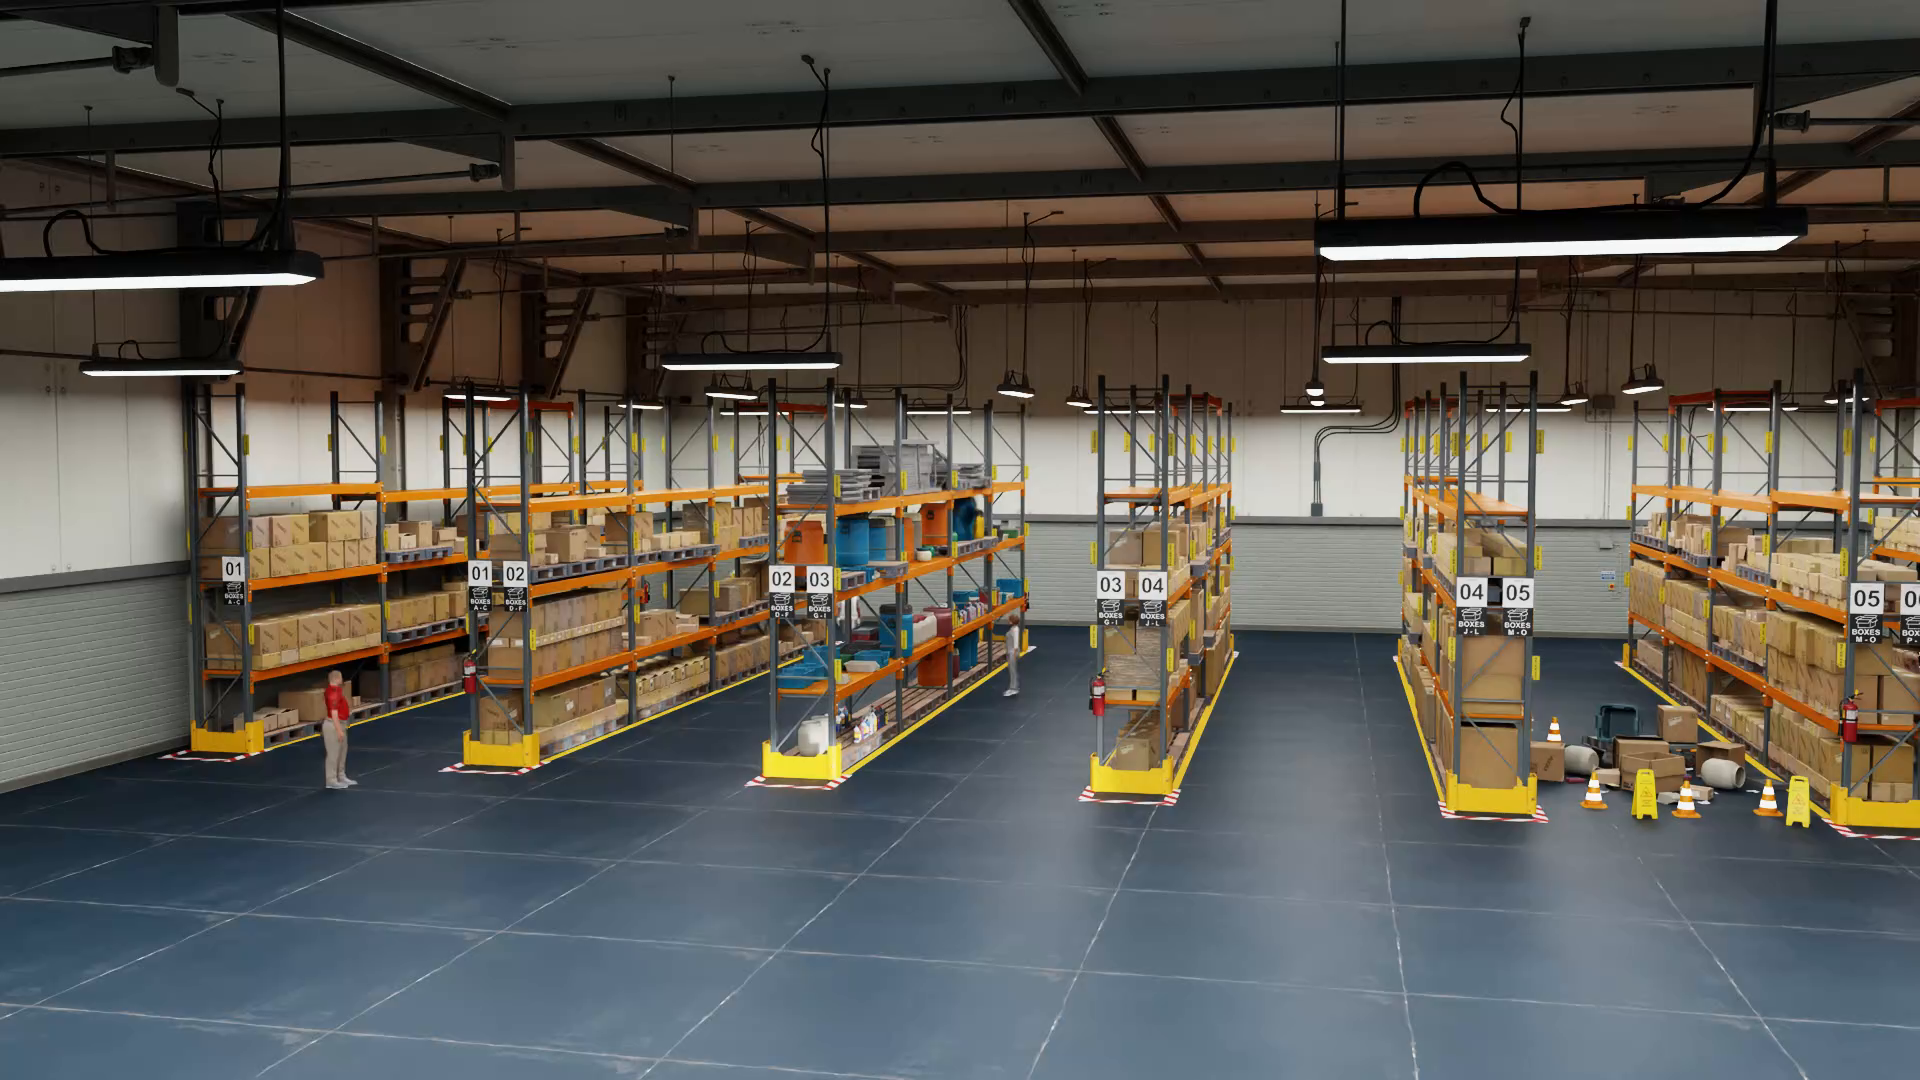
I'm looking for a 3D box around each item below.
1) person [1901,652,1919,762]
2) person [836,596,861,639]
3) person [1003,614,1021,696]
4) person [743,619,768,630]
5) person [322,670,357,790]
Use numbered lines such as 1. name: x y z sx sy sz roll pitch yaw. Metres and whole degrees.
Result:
1. person: 15.092 2.643 26.282 0.776 1.756 0.641 1 3 18
2. person: -2.660 1.887 39.233 0.549 1.739 0.999 1 3 9
3. person: 1.032 2.289 33.253 0.379 1.612 0.523 0 3 -3
4. person: -5.247 1.668 42.917 0.741 1.739 0.573 0 3 -3
5. person: -9.080 2.762 24.271 0.410 1.734 0.601 0 3 -8
